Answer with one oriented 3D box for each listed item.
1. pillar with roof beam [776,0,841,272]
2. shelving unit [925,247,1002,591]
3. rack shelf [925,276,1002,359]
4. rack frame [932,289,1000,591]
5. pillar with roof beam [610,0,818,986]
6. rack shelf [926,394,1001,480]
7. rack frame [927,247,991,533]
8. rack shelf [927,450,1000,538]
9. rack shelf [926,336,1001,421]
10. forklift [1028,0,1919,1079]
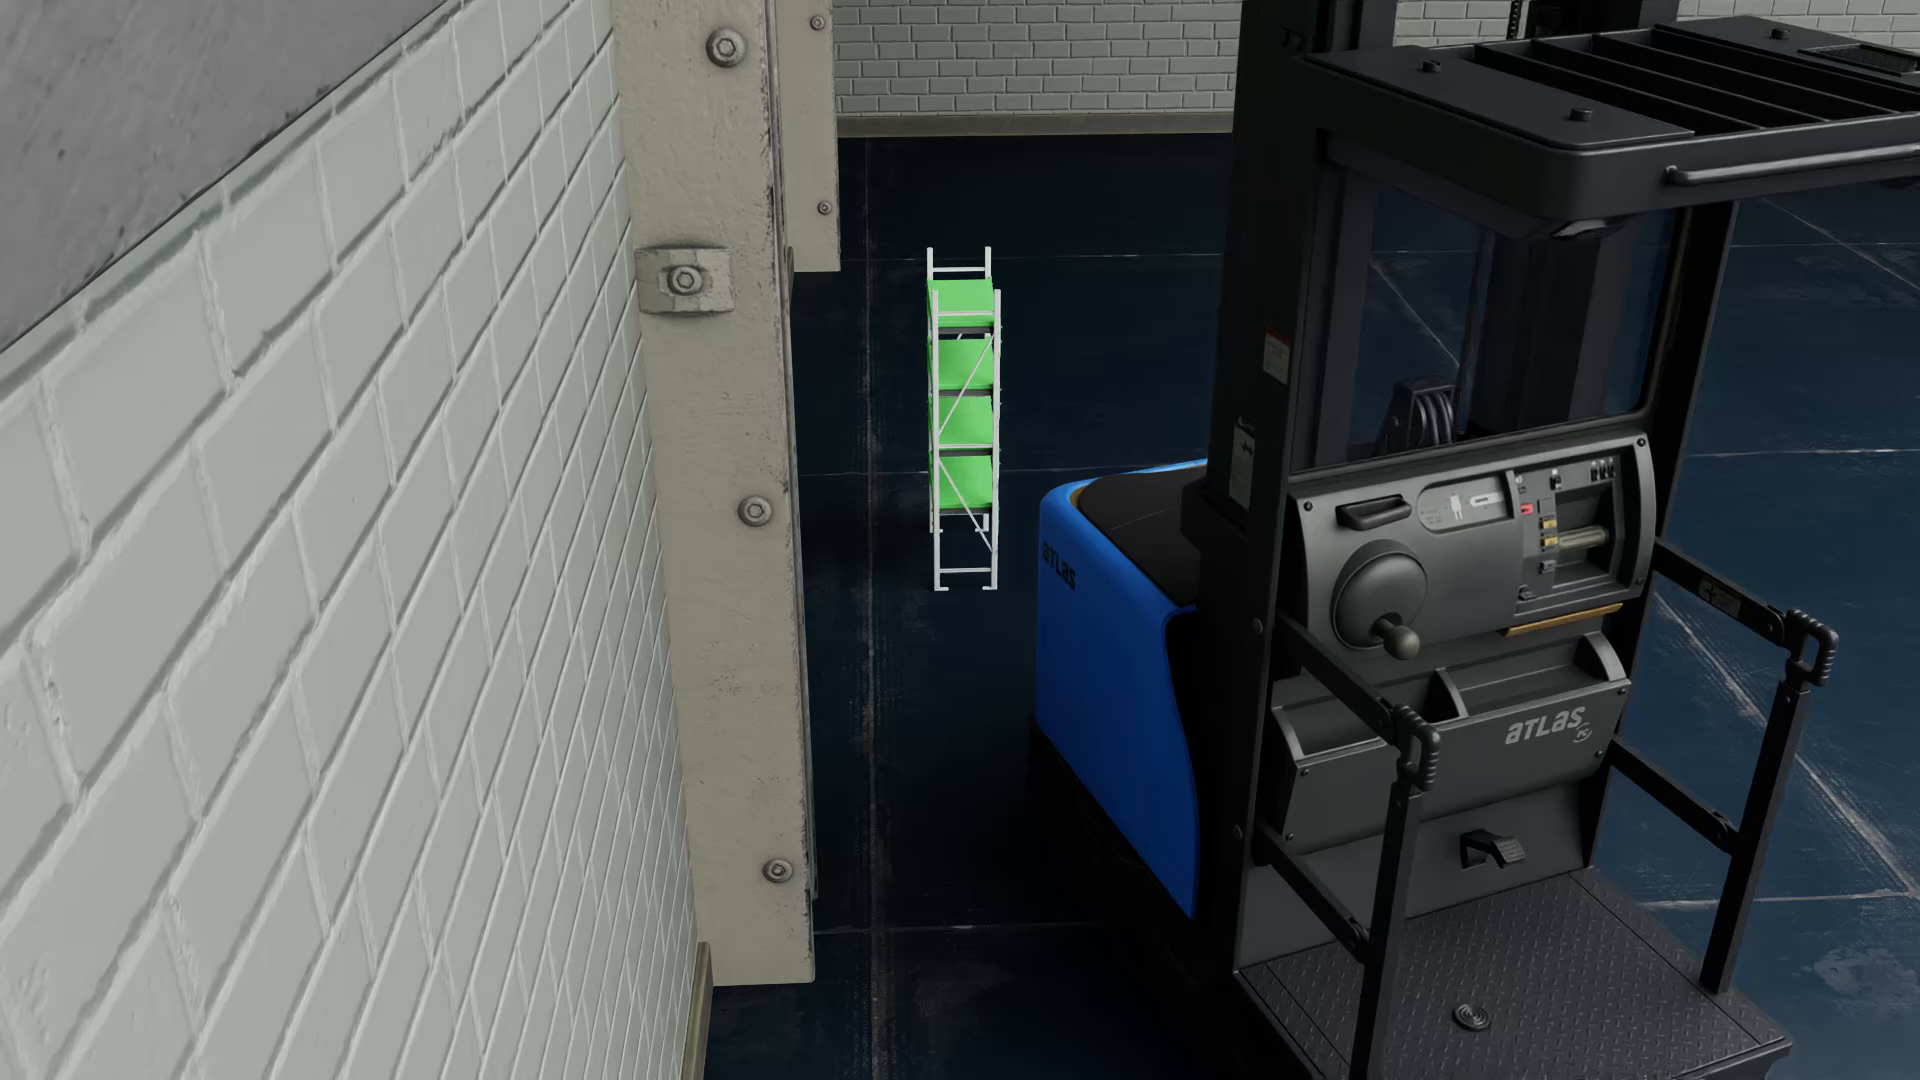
[{"bbox_3d":[3.430,-5.764,8.071,9.100,9.000,0.400,-1,28,-3],"label":"pillar with roof beam"},{"bbox_3d":[0.009,-0.456,6.326,0.258,1.200,0.503,-1,28,-3],"label":"shelving unit"},{"bbox_3d":[0.009,-0.824,6.134,0.258,0.148,0.480,-1,28,-3],"label":"rack shelf"},{"bbox_3d":[0.021,-0.343,6.110,0.240,1.200,0.015,-1,28,-3],"label":"rack frame"},{"bbox_3d":[3.744,-2.993,2.758,9.100,9.000,0.400,-1,28,-3],"label":"pillar with roof beam"},{"bbox_3d":[0.009,-0.399,6.356,0.258,0.148,0.480,-1,28,-3],"label":"rack shelf"},{"bbox_3d":[-0.004,-0.568,6.542,0.240,1.200,0.015,-1,28,-3],"label":"rack frame"},{"bbox_3d":[0.009,-0.186,6.466,0.258,0.148,0.480,-1,28,-3],"label":"rack shelf"},{"bbox_3d":[0.009,-0.612,6.245,0.258,0.148,0.480,-1,28,-3],"label":"rack shelf"},{"bbox_3d":[1.228,0.049,3.487,1.130,2.935,3.031,-11,29,-19],"label":"forklift"}]
